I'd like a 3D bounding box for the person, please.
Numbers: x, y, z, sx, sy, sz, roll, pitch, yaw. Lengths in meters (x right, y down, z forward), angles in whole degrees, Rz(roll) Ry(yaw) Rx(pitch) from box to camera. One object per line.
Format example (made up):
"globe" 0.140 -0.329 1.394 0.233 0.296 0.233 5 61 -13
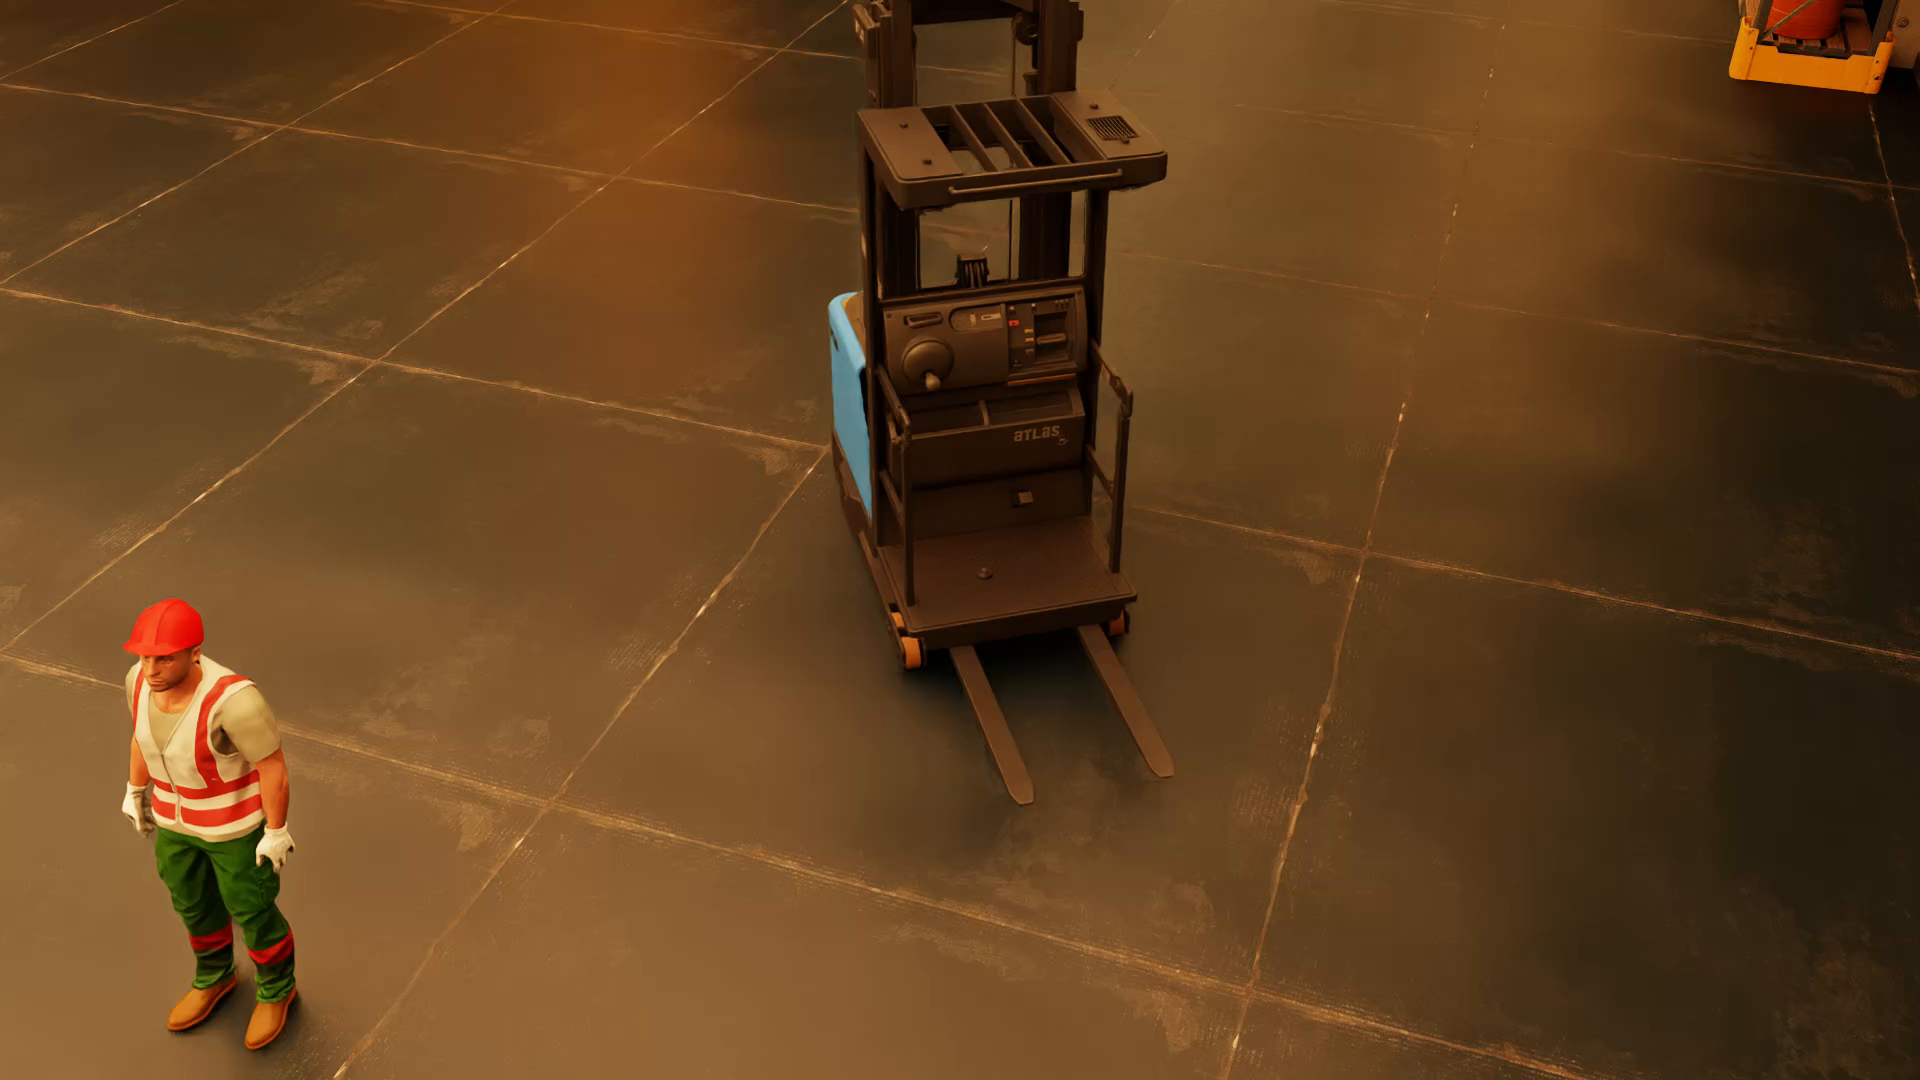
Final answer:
"person" -2.606 0.987 5.710 0.634 1.799 0.502 11 37 16

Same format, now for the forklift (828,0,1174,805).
"forklift" 0.177 -0.835 7.289 1.130 2.935 3.031 -9 36 -12
